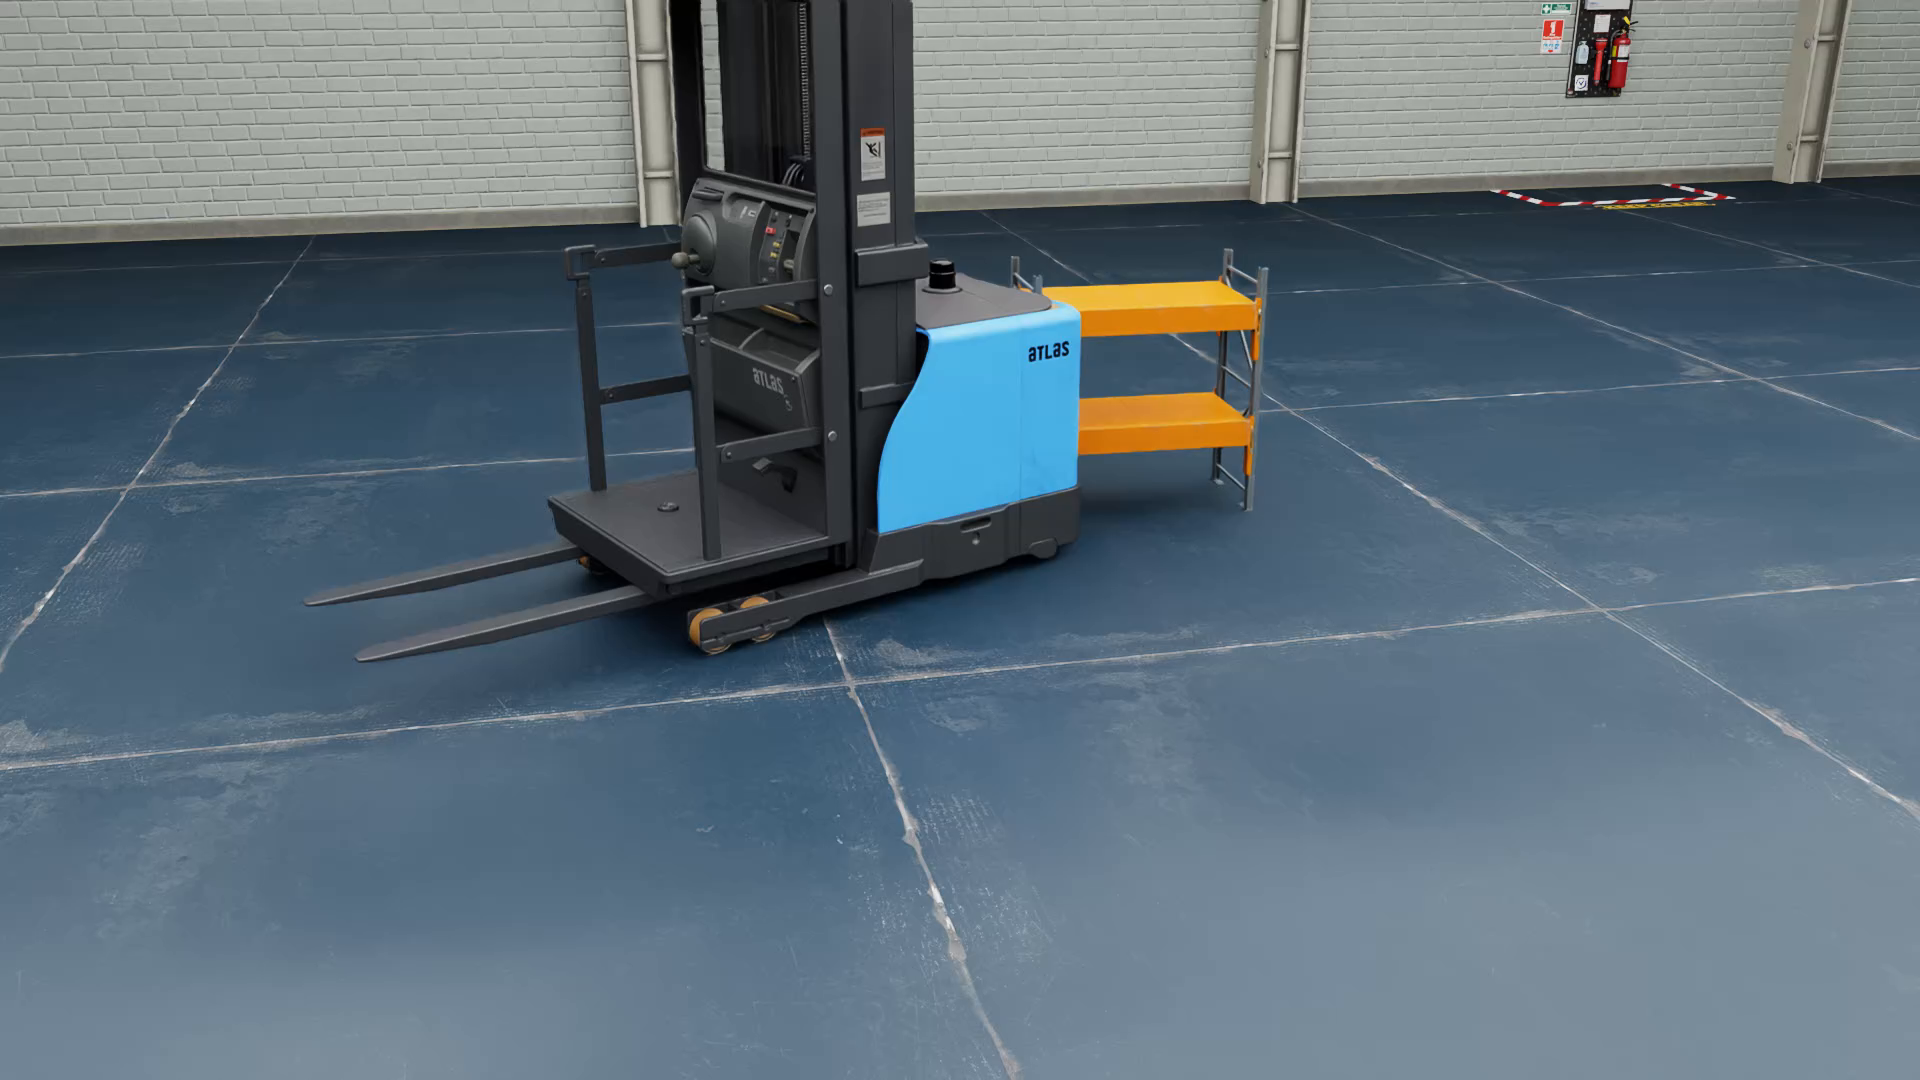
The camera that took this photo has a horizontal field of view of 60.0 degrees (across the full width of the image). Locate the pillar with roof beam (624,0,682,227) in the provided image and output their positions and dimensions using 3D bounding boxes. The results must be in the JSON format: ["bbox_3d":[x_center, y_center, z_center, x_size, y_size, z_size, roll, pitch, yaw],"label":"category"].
[{"bbox_3d":[-1.741,-5.680,9.737,0.400,9.000,9.100,-5,21,-12],"label":"pillar with roof beam"}]

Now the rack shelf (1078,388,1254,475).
[{"bbox_3d":[0.791,-0.483,7.708,1.000,0.278,0.538,-4,20,-10],"label":"rack shelf"}]

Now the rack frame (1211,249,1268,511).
[{"bbox_3d":[1.291,-0.745,7.714,0.032,1.125,0.500,-4,20,-10],"label":"rack frame"}]

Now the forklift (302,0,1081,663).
[{"bbox_3d":[-0.980,-1.160,6.219,3.031,2.935,1.130,-14,24,-33],"label":"forklift"}]

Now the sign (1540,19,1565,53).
[{"bbox_3d":[5.971,-5.078,16.765,0.234,0.329,0.001,-5,21,-12],"label":"sign"}]

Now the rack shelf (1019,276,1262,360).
[{"bbox_3d":[0.791,-0.987,7.523,1.000,0.278,0.538,-4,20,-10],"label":"rack shelf"}]

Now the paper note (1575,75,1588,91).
[{"bbox_3d":[6.345,-4.666,16.972,0.142,0.148,0.016,-5,21,-12],"label":"paper note"}]

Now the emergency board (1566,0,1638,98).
[{"bbox_3d":[6.533,-5.071,16.796,0.643,1.169,0.194,-5,21,-12],"label":"emergency board"}]

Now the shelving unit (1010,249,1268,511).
[{"bbox_3d":[0.791,-0.712,7.624,1.048,1.125,0.538,-4,20,-10],"label":"shelving unit"}]

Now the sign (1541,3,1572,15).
[{"bbox_3d":[5.978,-5.324,16.666,0.331,0.109,0.001,-5,21,-12],"label":"sign"}]

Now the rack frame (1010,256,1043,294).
[{"bbox_3d":[0.292,-0.680,7.535,0.032,1.125,0.500,-4,20,-10],"label":"rack frame"}]

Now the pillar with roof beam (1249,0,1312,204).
[{"bbox_3d":[4.098,-6.154,11.033,0.400,9.000,9.100,-5,21,-12],"label":"pillar with roof beam"}]

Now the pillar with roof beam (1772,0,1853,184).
[{"bbox_3d":[9.937,-6.629,12.329,0.400,9.000,9.100,-5,21,-12],"label":"pillar with roof beam"}]
